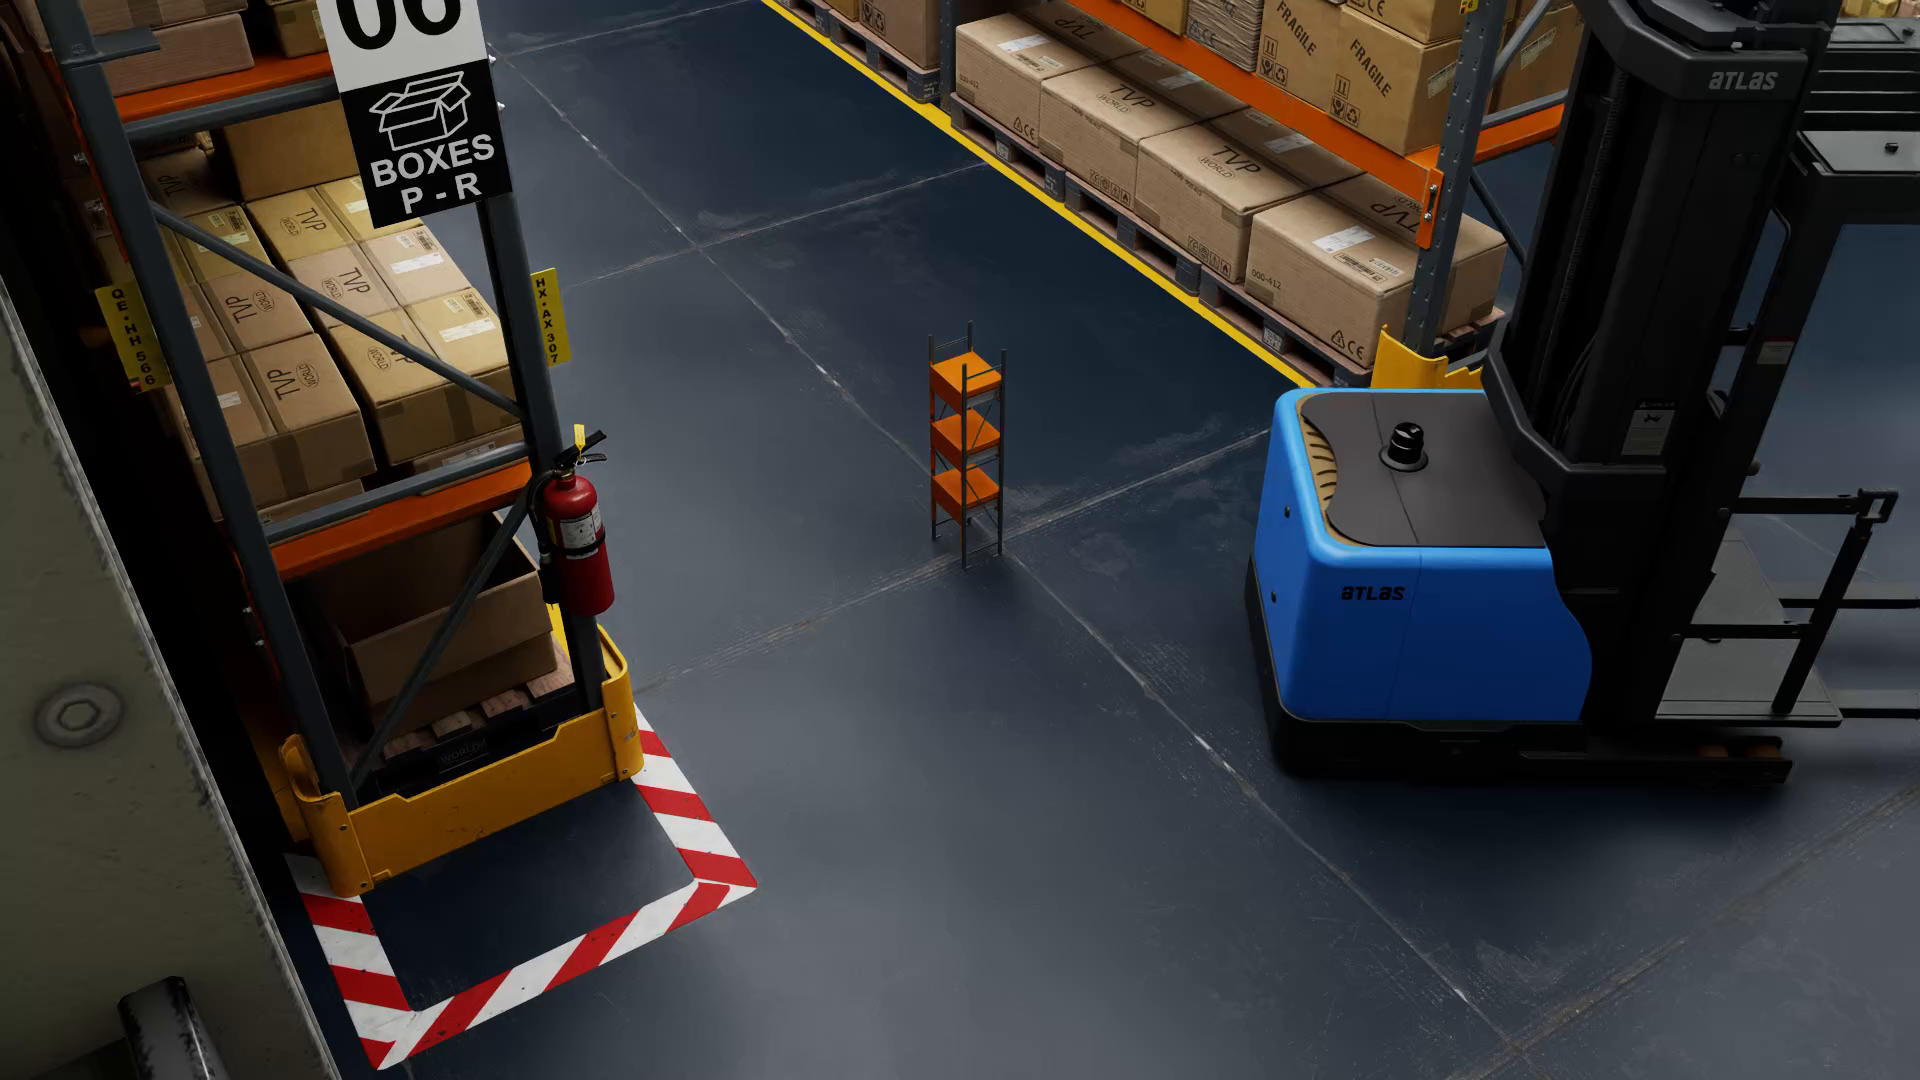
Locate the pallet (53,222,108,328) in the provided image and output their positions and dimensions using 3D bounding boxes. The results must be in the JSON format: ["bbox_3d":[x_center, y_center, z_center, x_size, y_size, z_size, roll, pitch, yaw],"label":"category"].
[{"bbox_3d":[-4.325,-1.662,9.080,1.003,0.211,1.213,-22,45,-24],"label":"pallet"}]

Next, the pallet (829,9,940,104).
[{"bbox_3d":[-0.151,-3.338,11.090,1.003,0.211,1.213,-22,45,-24],"label":"pallet"}]

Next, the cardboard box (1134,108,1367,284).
[{"bbox_3d":[1.540,-1.849,8.800,0.875,0.438,0.875,-21,44,-23],"label":"cardboard box"}]

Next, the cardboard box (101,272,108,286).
[{"bbox_3d":[-2.981,-0.953,6.246,0.380,0.149,0.250,-22,45,-25],"label":"cardboard box"}]

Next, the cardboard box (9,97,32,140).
[{"bbox_3d":[-4.741,-2.255,8.731,0.380,0.149,0.250,-24,46,-26],"label":"cardboard box"}]

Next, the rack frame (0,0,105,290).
[{"bbox_3d":[-3.856,-2.308,7.676,1.000,3.000,0.127,-22,45,-24],"label":"rack frame"}]

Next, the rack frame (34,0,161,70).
[{"bbox_3d":[-1.705,-2.454,3.165,1.000,3.000,0.127,-22,45,-24],"label":"rack frame"}]

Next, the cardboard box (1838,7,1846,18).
[{"bbox_3d":[5.734,-3.445,10.708,0.380,0.149,0.250,-23,45,-25],"label":"cardboard box"}]

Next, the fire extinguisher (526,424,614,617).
[{"bbox_3d":[-1.236,-0.056,5.325,0.296,0.674,0.183,-22,45,-24],"label":"fire extinguisher"}]

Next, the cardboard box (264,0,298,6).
[{"bbox_3d":[-1.713,-1.691,4.478,0.500,0.250,0.500,-23,45,-25],"label":"cardboard box"}]

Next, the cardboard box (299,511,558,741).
[{"bbox_3d":[-1.954,0.286,6.185,0.797,0.503,0.637,-24,45,-26],"label":"cardboard box"}]

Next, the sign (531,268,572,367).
[{"bbox_3d":[-1.247,-0.668,5.033,0.100,0.325,0.005,-22,45,-24],"label":"sign"}]

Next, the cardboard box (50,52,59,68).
[{"bbox_3d":[-2.266,-1.419,4.463,0.380,0.149,0.250,-21,44,-24],"label":"cardboard box"}]

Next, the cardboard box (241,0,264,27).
[{"bbox_3d":[-1.843,-1.589,4.667,0.380,0.149,0.250,-21,44,-24],"label":"cardboard box"}]

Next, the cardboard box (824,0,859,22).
[{"bbox_3d":[-0.566,-4.155,11.225,0.875,0.875,0.875,-21,44,-23],"label":"cardboard box"}]

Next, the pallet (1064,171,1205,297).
[{"bbox_3d":[1.330,-1.851,9.306,1.003,0.211,1.213,-22,45,-24],"label":"pallet"}]

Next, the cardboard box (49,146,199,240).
[{"bbox_3d":[-3.266,-1.457,6.540,0.500,0.250,0.500,-21,44,-23],"label":"cardboard box"}]

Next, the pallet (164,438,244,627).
[{"bbox_3d":[-2.827,-0.206,7.333,1.003,0.211,1.213,-22,45,-24],"label":"pallet"}]

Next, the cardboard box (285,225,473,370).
[{"bbox_3d":[-1.993,-0.815,5.770,0.500,0.250,0.500,-22,44,-24],"label":"cardboard box"}]

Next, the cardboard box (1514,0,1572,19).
[{"bbox_3d":[2.460,-2.639,7.215,0.500,0.500,0.500,-23,45,-25],"label":"cardboard box"}]

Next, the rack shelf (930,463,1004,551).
[{"bbox_3d":[0.029,-0.153,7.064,0.215,0.259,0.240,-22,45,-24],"label":"rack shelf"}]

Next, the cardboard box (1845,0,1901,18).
[{"bbox_3d":[5.766,-3.362,10.376,0.380,0.149,0.250,-23,45,-25],"label":"cardboard box"}]

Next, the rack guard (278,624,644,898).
[{"bbox_3d":[-1.746,0.770,5.935,1.175,0.500,0.348,-22,45,-24],"label":"rack guard"}]

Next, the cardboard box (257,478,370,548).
[{"bbox_3d":[-2.109,-0.139,5.270,0.380,0.149,0.250,-23,45,-25],"label":"cardboard box"}]

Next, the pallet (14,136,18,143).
[{"bbox_3d":[-5.637,-2.979,10.661,1.003,0.211,1.213,-22,45,-24],"label":"pallet"}]

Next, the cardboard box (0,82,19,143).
[{"bbox_3d":[-5.197,-2.513,9.547,0.500,0.500,0.500,-24,45,-26],"label":"cardboard box"}]

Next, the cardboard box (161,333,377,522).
[{"bbox_3d":[-2.176,-0.362,5.227,0.500,0.250,0.500,-21,44,-23],"label":"cardboard box"}]

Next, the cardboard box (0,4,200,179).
[{"bbox_3d":[-3.279,-1.757,6.315,0.500,0.500,0.500,-23,45,-26],"label":"cardboard box"}]

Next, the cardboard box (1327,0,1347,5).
[{"bbox_3d":[1.712,-2.732,7.326,0.500,0.500,0.500,-22,45,-24],"label":"cardboard box"}]

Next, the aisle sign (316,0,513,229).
[{"bbox_3d":[-1.421,-1.212,4.330,0.394,0.787,0.004,-22,45,-24],"label":"aisle sign"}]

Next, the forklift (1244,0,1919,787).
[{"bbox_3d":[2.681,-0.558,5.631,3.031,2.935,1.130,0,40,0],"label":"forklift"}]

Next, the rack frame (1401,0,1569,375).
[{"bbox_3d":[2.478,-1.859,7.138,1.000,3.000,0.127,-22,45,-24],"label":"rack frame"}]

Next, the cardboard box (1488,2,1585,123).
[{"bbox_3d":[2.462,-2.256,7.536,0.500,0.500,0.500,-23,45,-25],"label":"cardboard box"}]

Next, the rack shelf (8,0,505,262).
[{"bbox_3d":[-2.780,-2.104,5.651,1.077,0.370,4.000,-22,45,-24],"label":"rack shelf"}]

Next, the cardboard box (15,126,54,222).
[{"bbox_3d":[-4.628,-1.943,8.863,0.500,0.500,0.500,-24,45,-26],"label":"cardboard box"}]

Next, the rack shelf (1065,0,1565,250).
[{"bbox_3d":[1.403,-2.662,8.664,1.077,0.370,4.000,-22,45,-24],"label":"rack shelf"}]

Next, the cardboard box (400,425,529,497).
[{"bbox_3d":[-1.650,-0.324,5.492,0.380,0.149,0.250,-23,45,-25],"label":"cardboard box"}]

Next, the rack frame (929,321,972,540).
[{"bbox_3d":[-0.037,-0.440,6.958,0.200,1.050,0.008,-22,45,-24],"label":"rack frame"}]

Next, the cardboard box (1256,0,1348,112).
[{"bbox_3d":[1.739,-2.343,7.641,0.500,0.500,0.500,-23,45,-25],"label":"cardboard box"}]

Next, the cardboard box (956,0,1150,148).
[{"bbox_3d":[0.575,-2.820,9.964,0.875,0.438,0.875,-23,45,-25],"label":"cardboard box"}]

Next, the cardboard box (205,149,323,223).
[{"bbox_3d":[-2.561,-1.356,6.419,0.500,0.250,0.500,-23,45,-25],"label":"cardboard box"}]

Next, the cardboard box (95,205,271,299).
[{"bbox_3d":[-2.714,-0.910,5.884,0.500,0.250,0.500,-21,44,-23],"label":"cardboard box"}]

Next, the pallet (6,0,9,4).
[{"bbox_3d":[-4.193,-2.703,8.300,1.003,0.211,1.213,-22,45,-24],"label":"pallet"}]

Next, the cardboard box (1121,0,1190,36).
[{"bbox_3d":[1.165,-2.892,8.299,0.500,0.500,0.500,-21,44,-23],"label":"cardboard box"}]

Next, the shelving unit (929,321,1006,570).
[{"bbox_3d":[0.029,-0.374,6.879,0.215,1.050,0.252,-22,45,-24],"label":"shelving unit"}]

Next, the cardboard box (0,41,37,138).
[{"bbox_3d":[-3.817,-2.004,7.197,0.500,0.250,0.500,-23,45,-25],"label":"cardboard box"}]
